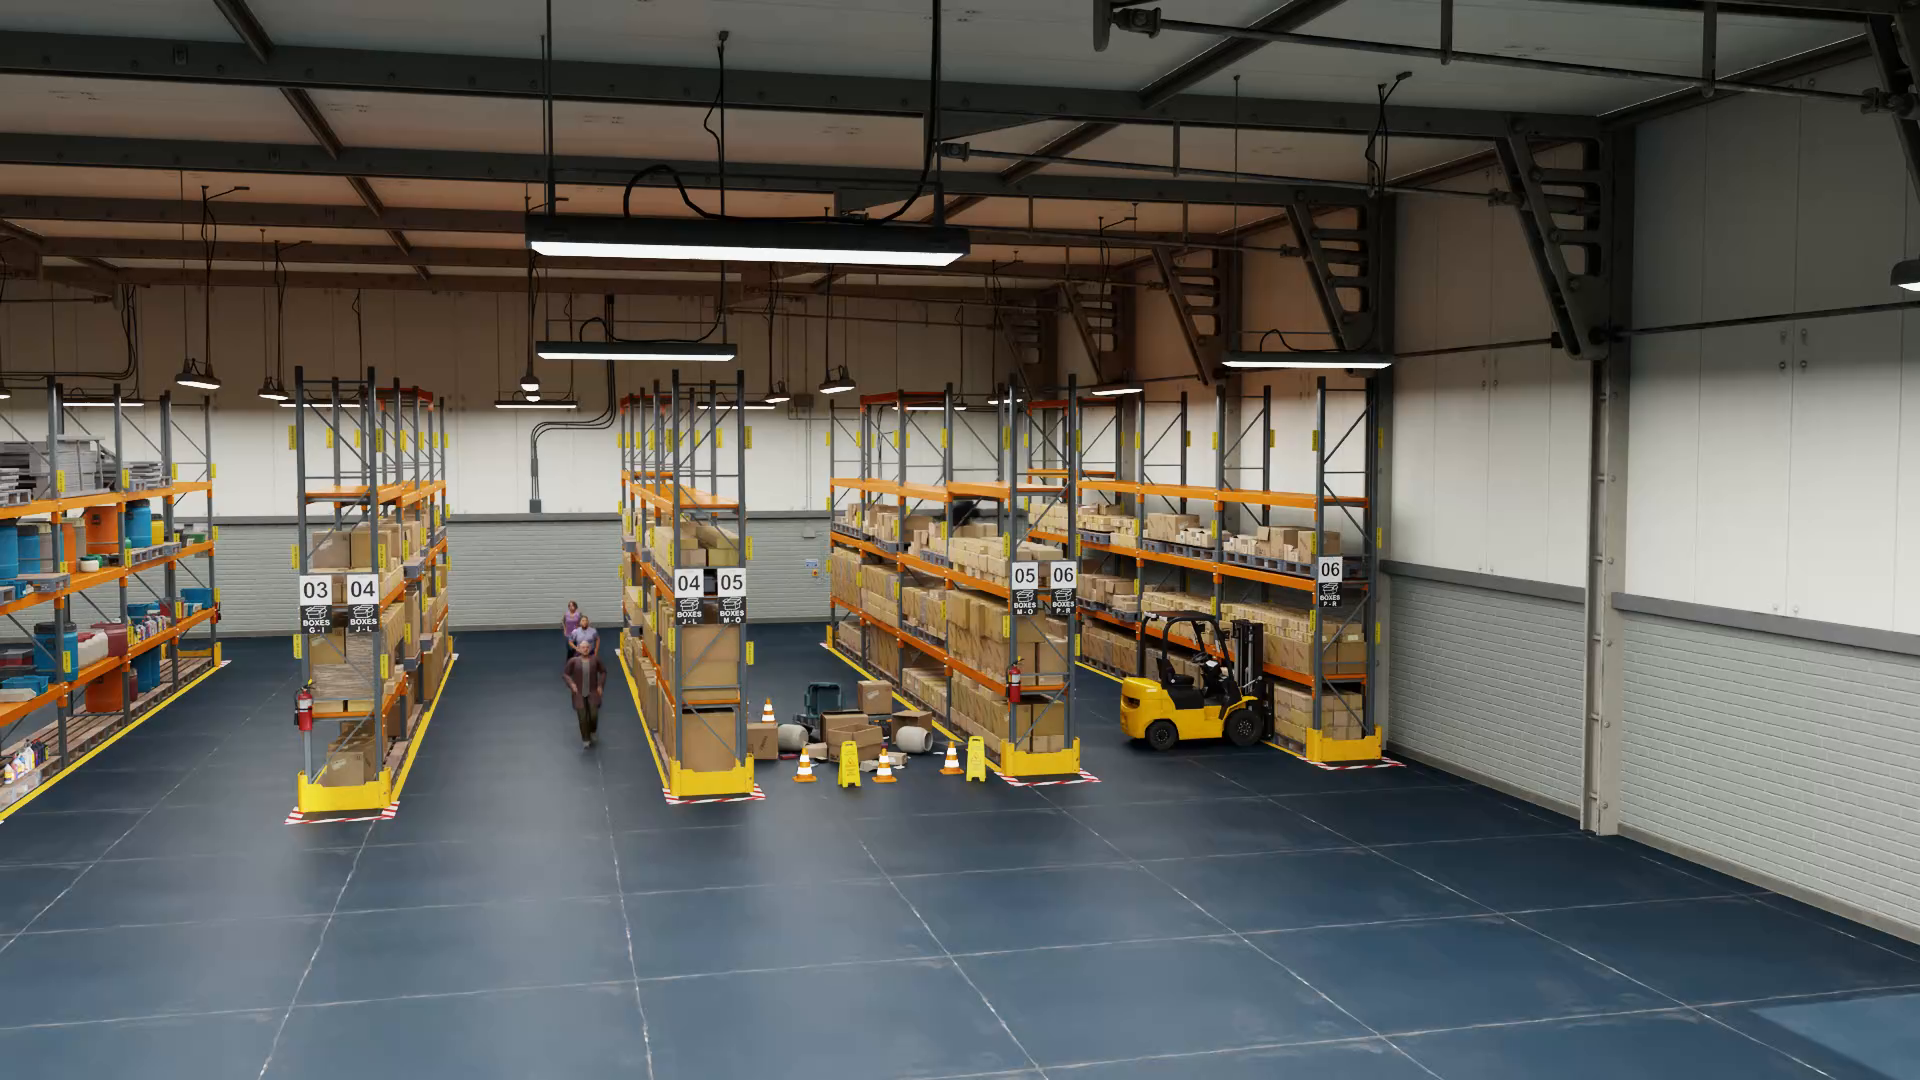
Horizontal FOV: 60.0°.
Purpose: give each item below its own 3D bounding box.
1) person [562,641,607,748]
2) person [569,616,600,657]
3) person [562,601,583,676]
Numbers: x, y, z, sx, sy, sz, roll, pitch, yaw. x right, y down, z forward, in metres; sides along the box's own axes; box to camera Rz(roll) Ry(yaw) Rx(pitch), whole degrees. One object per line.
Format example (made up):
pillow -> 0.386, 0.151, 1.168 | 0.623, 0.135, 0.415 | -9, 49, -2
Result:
person -> -6.113, 2.615, 27.105 | 0.716, 1.541, 0.630 | -1, 4, -15
person -> -7.265, 2.270, 32.206 | 0.603, 1.609, 0.573 | -1, 4, -15
person -> -8.247, 2.098, 35.495 | 0.507, 1.620, 0.679 | -1, 3, -11
